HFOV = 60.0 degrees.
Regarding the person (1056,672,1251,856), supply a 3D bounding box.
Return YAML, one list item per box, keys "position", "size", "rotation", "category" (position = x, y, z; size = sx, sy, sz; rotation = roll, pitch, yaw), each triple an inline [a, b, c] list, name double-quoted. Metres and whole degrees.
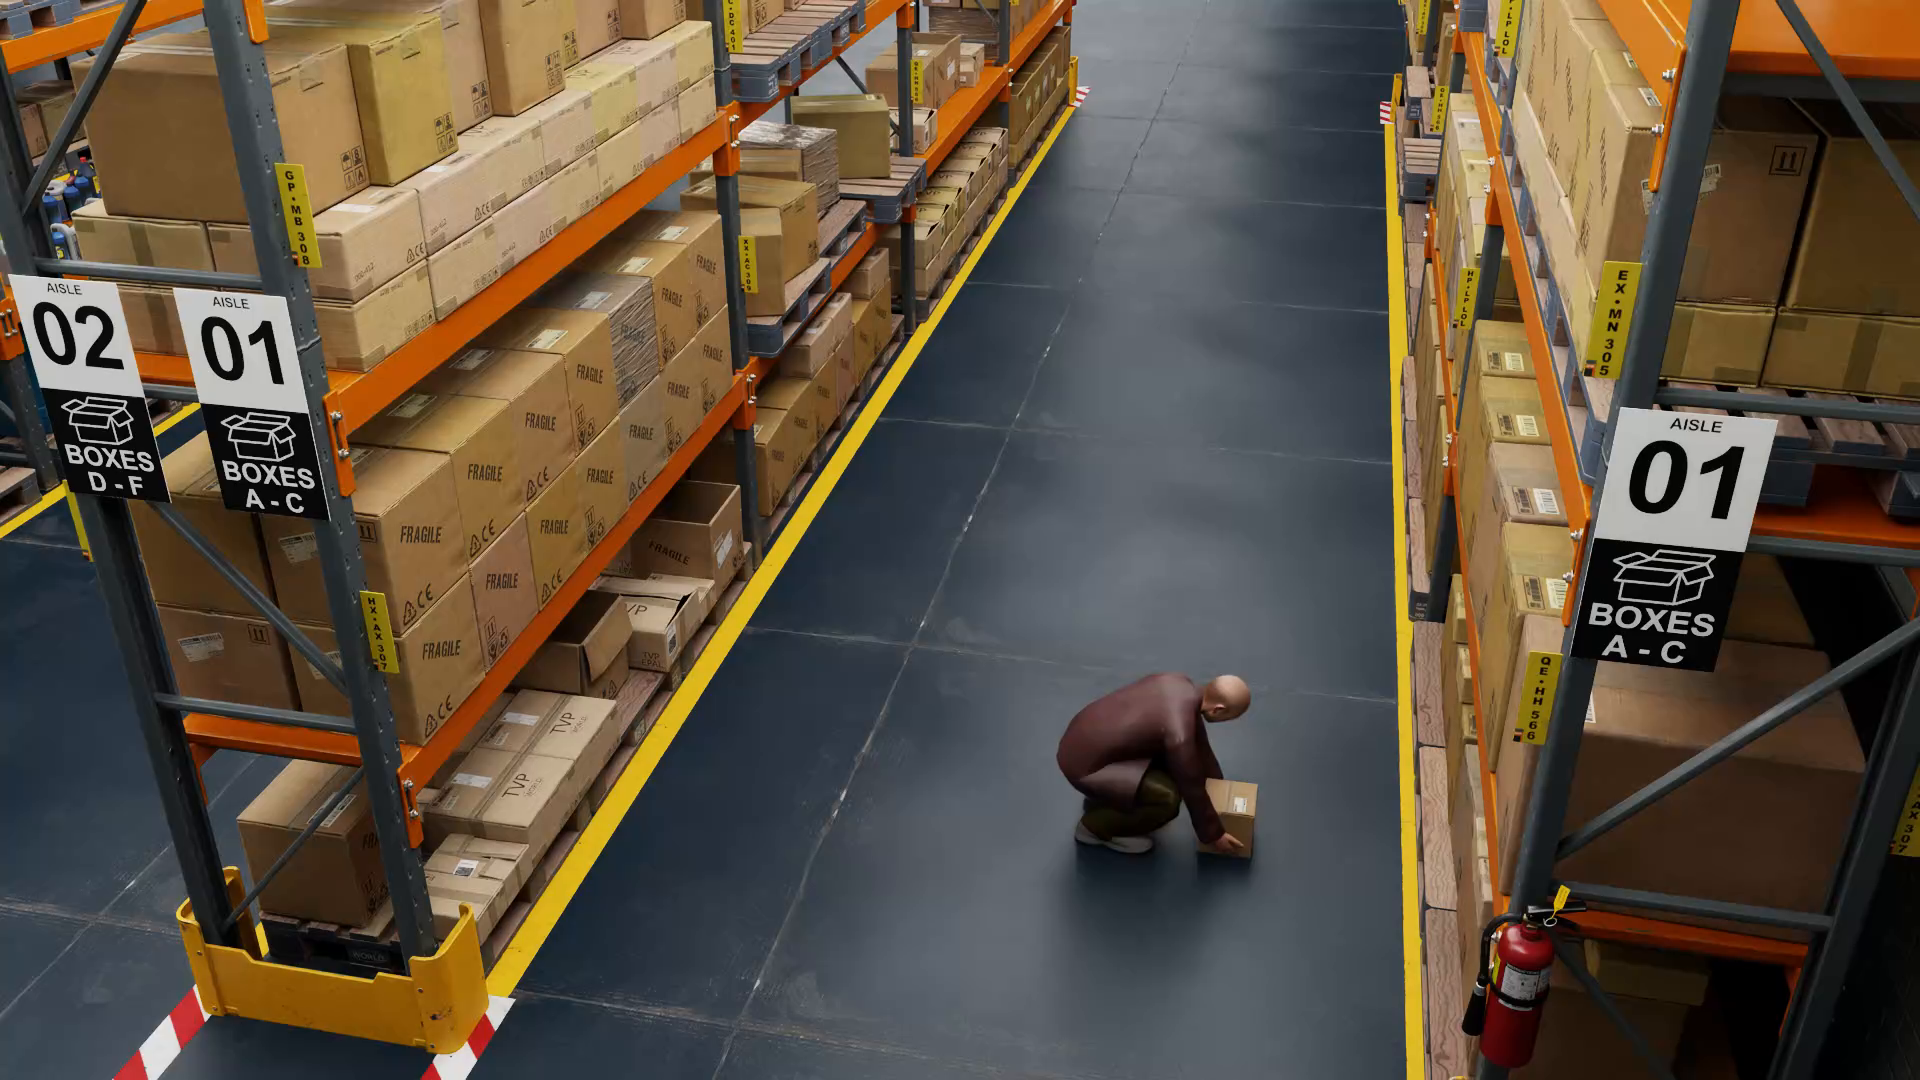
- position: [0.903, 1.022, 7.753]
  size: [0.903, 0.857, 0.599]
  rotation: [6, 29, 11]
  category: "person"
